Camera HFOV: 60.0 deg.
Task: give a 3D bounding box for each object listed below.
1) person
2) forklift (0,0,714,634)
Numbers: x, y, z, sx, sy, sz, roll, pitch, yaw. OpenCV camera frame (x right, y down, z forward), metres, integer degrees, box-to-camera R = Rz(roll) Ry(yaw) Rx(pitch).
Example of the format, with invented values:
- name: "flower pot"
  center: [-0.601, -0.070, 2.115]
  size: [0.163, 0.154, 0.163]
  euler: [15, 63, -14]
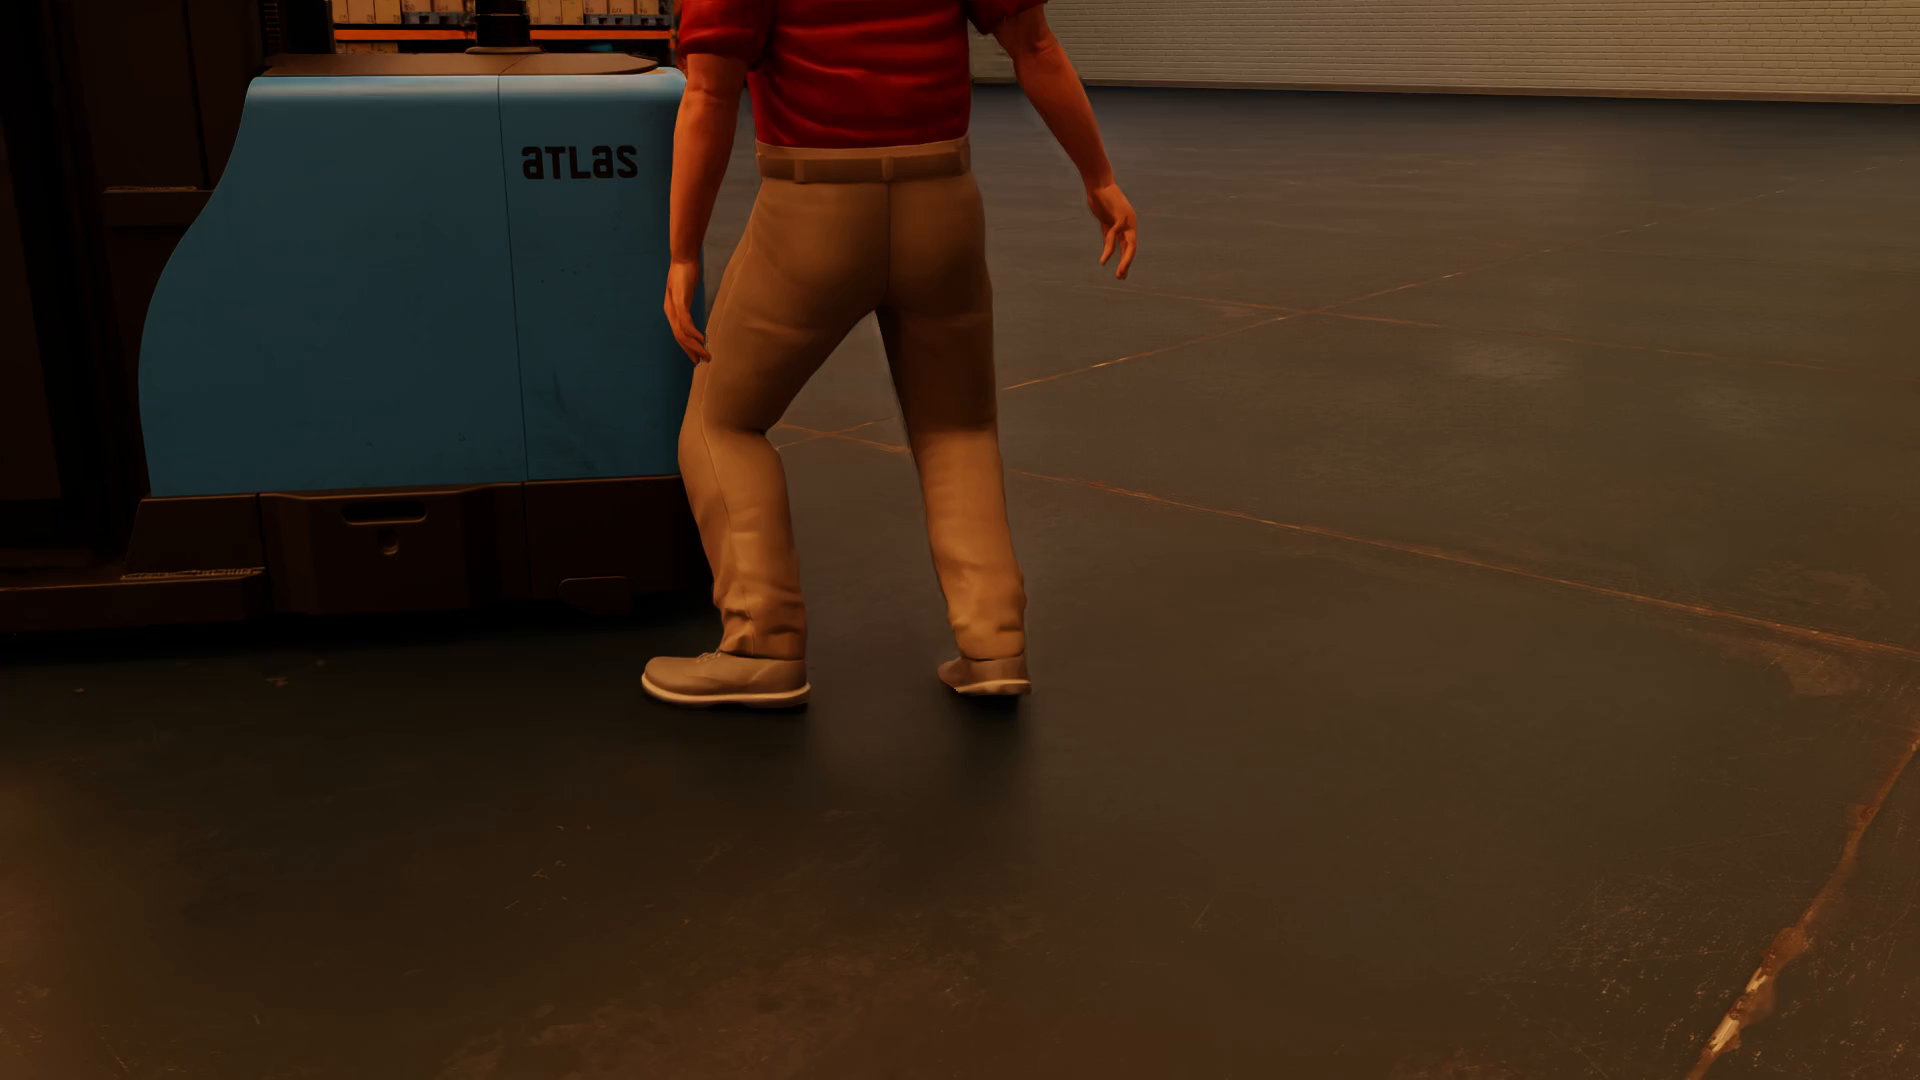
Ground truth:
- name: "person"
  center: [-0.128, -0.511, 2.863]
  size: [0.899, 1.710, 0.497]
  euler: [-5, 18, -17]
- name: "forklift"
  center: [-2.057, -1.309, 3.208]
  size: [3.031, 2.935, 1.130]
  euler: [-3, 17, -9]
